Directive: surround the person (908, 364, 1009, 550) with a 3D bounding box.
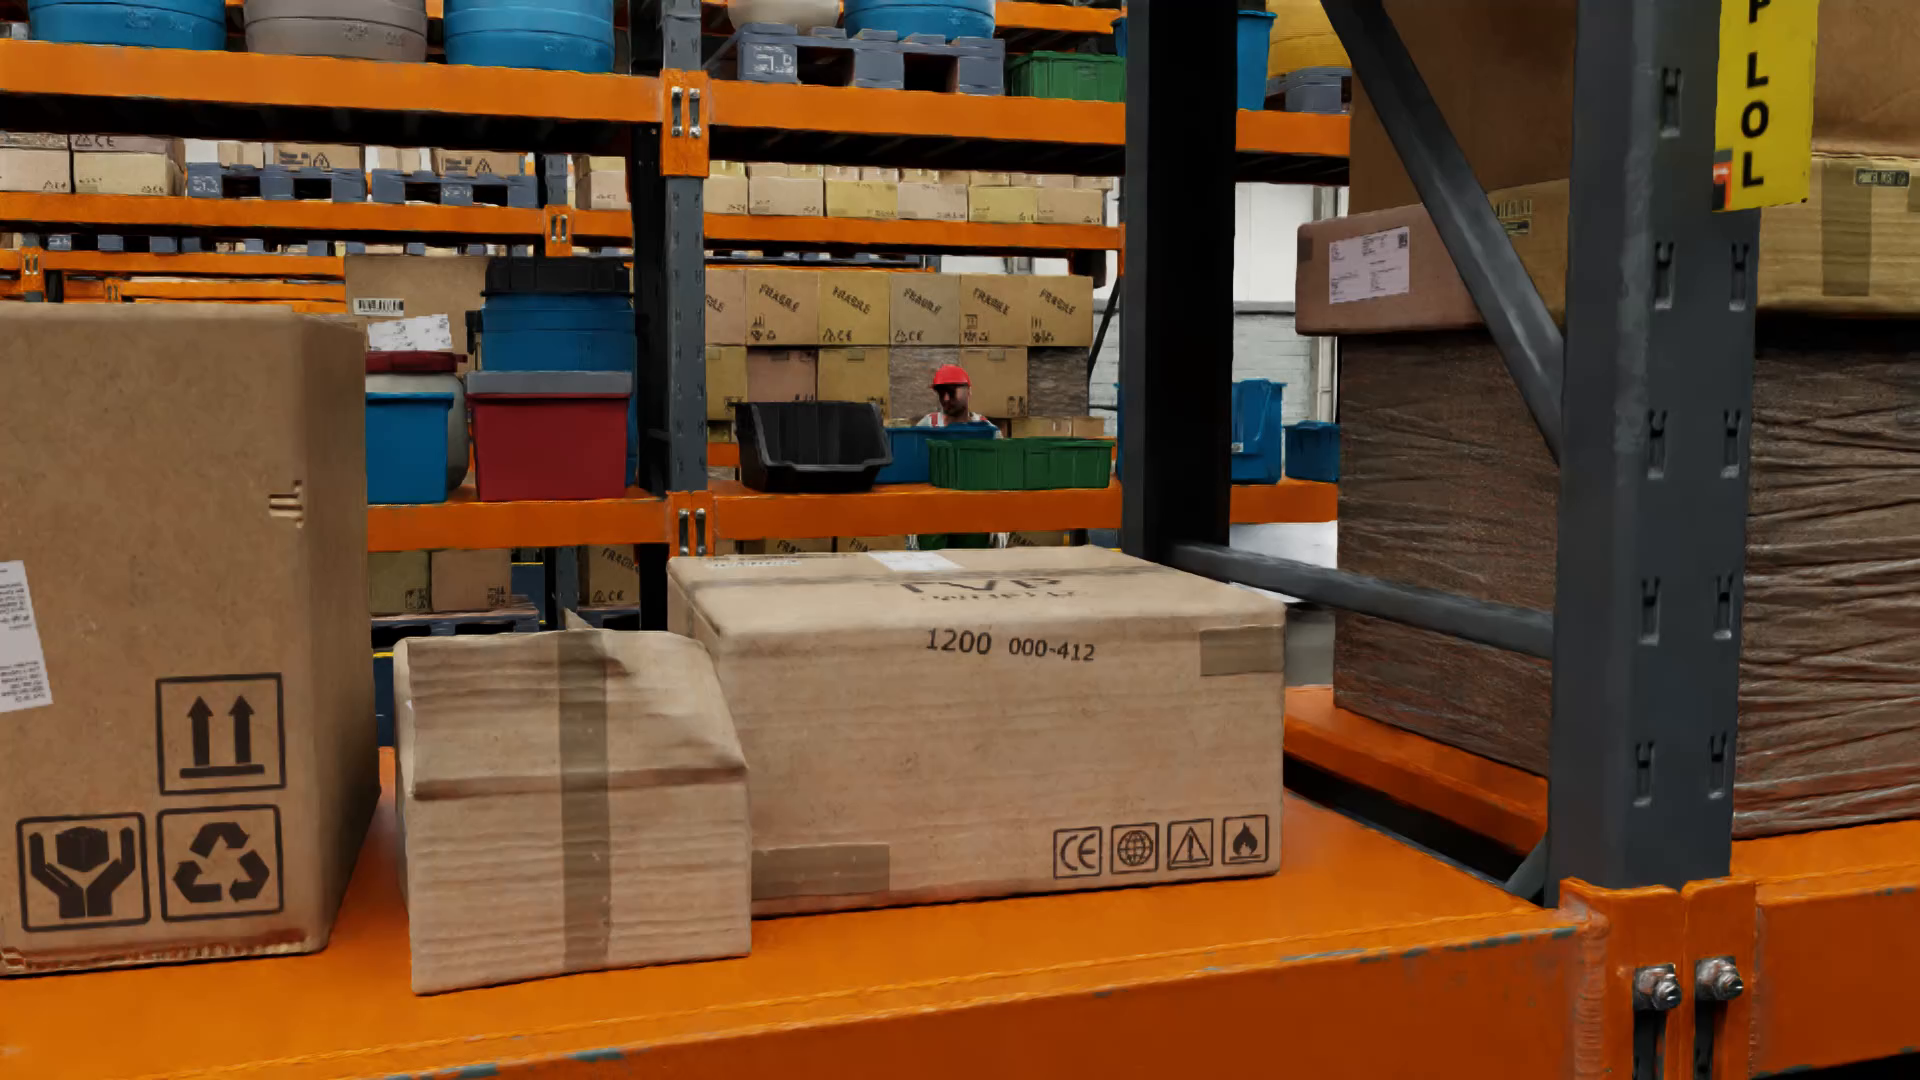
[{"bbox_3d":[-0.007,-0.083,9.282,0.575,1.792,0.525,0,6,-3],"label":"person"}]
